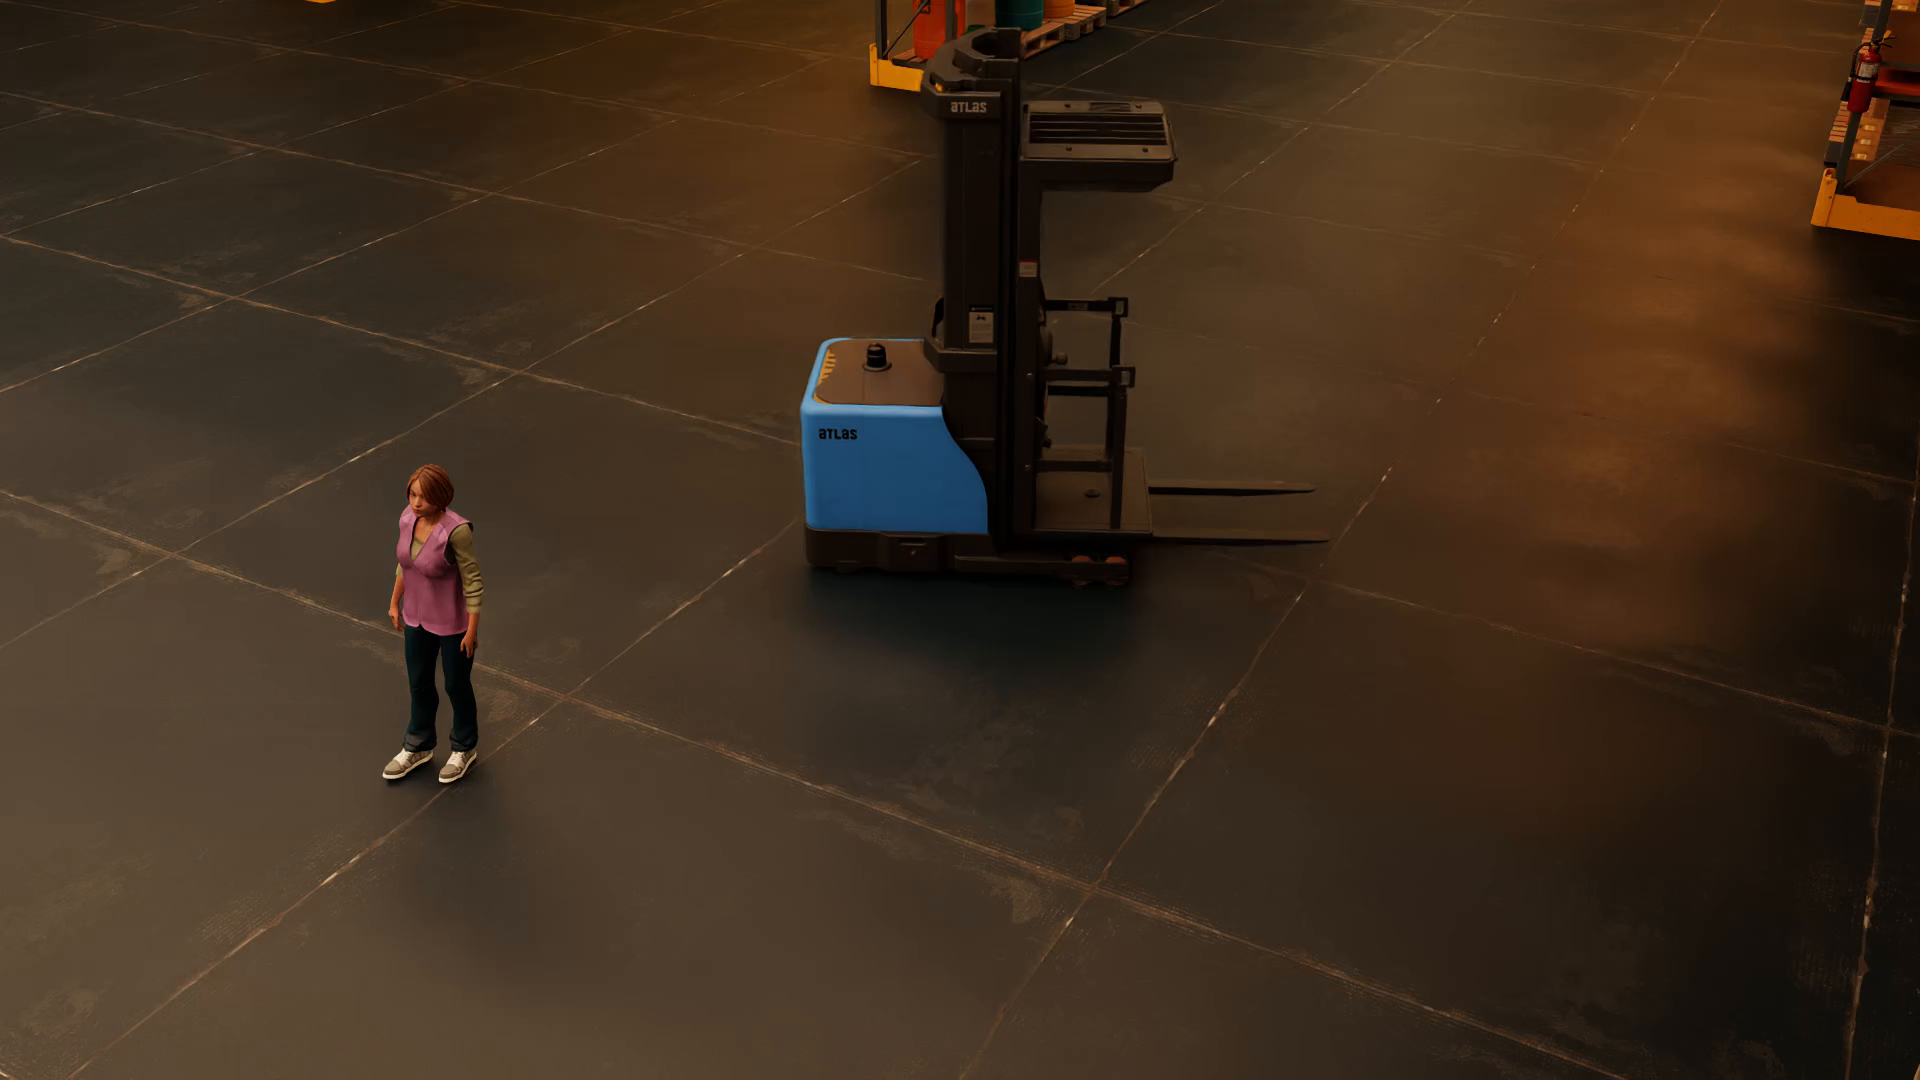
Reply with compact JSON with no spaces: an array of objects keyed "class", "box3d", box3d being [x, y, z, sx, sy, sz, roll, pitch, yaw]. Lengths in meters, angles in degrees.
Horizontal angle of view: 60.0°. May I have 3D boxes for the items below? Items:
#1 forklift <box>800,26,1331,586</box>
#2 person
[{"class":"forklift","box3d":[0.636,-1.280,9.288,3.031,2.935,1.130,1,30,3]},{"class":"person","box3d":[-2.456,0.413,7.676,0.520,1.600,0.472,14,33,23]}]
